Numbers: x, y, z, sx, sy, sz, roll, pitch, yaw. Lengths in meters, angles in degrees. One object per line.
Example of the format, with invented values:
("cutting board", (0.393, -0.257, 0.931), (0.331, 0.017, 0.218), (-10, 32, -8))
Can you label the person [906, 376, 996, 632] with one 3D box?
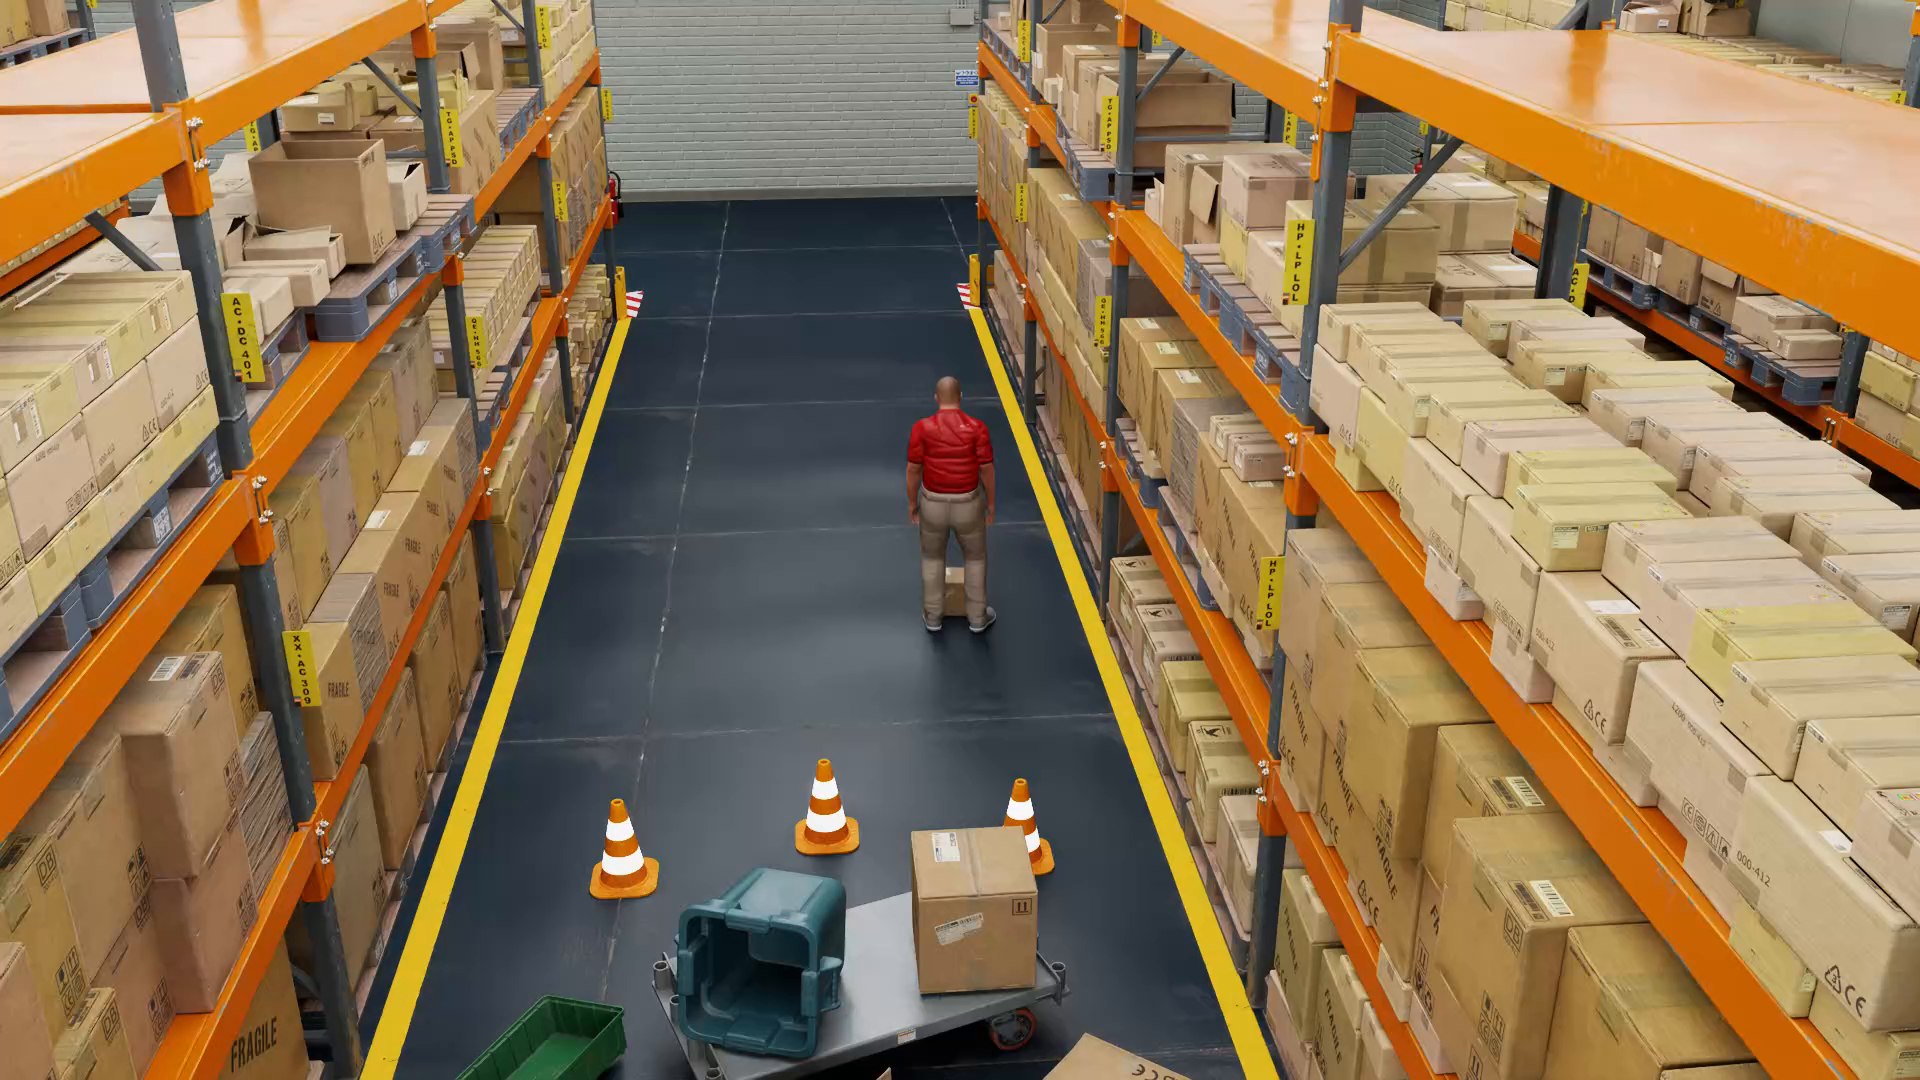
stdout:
("person", (-0.054, -0.221, 10.850), (0.586, 1.725, 0.392), (2, 24, 4))
